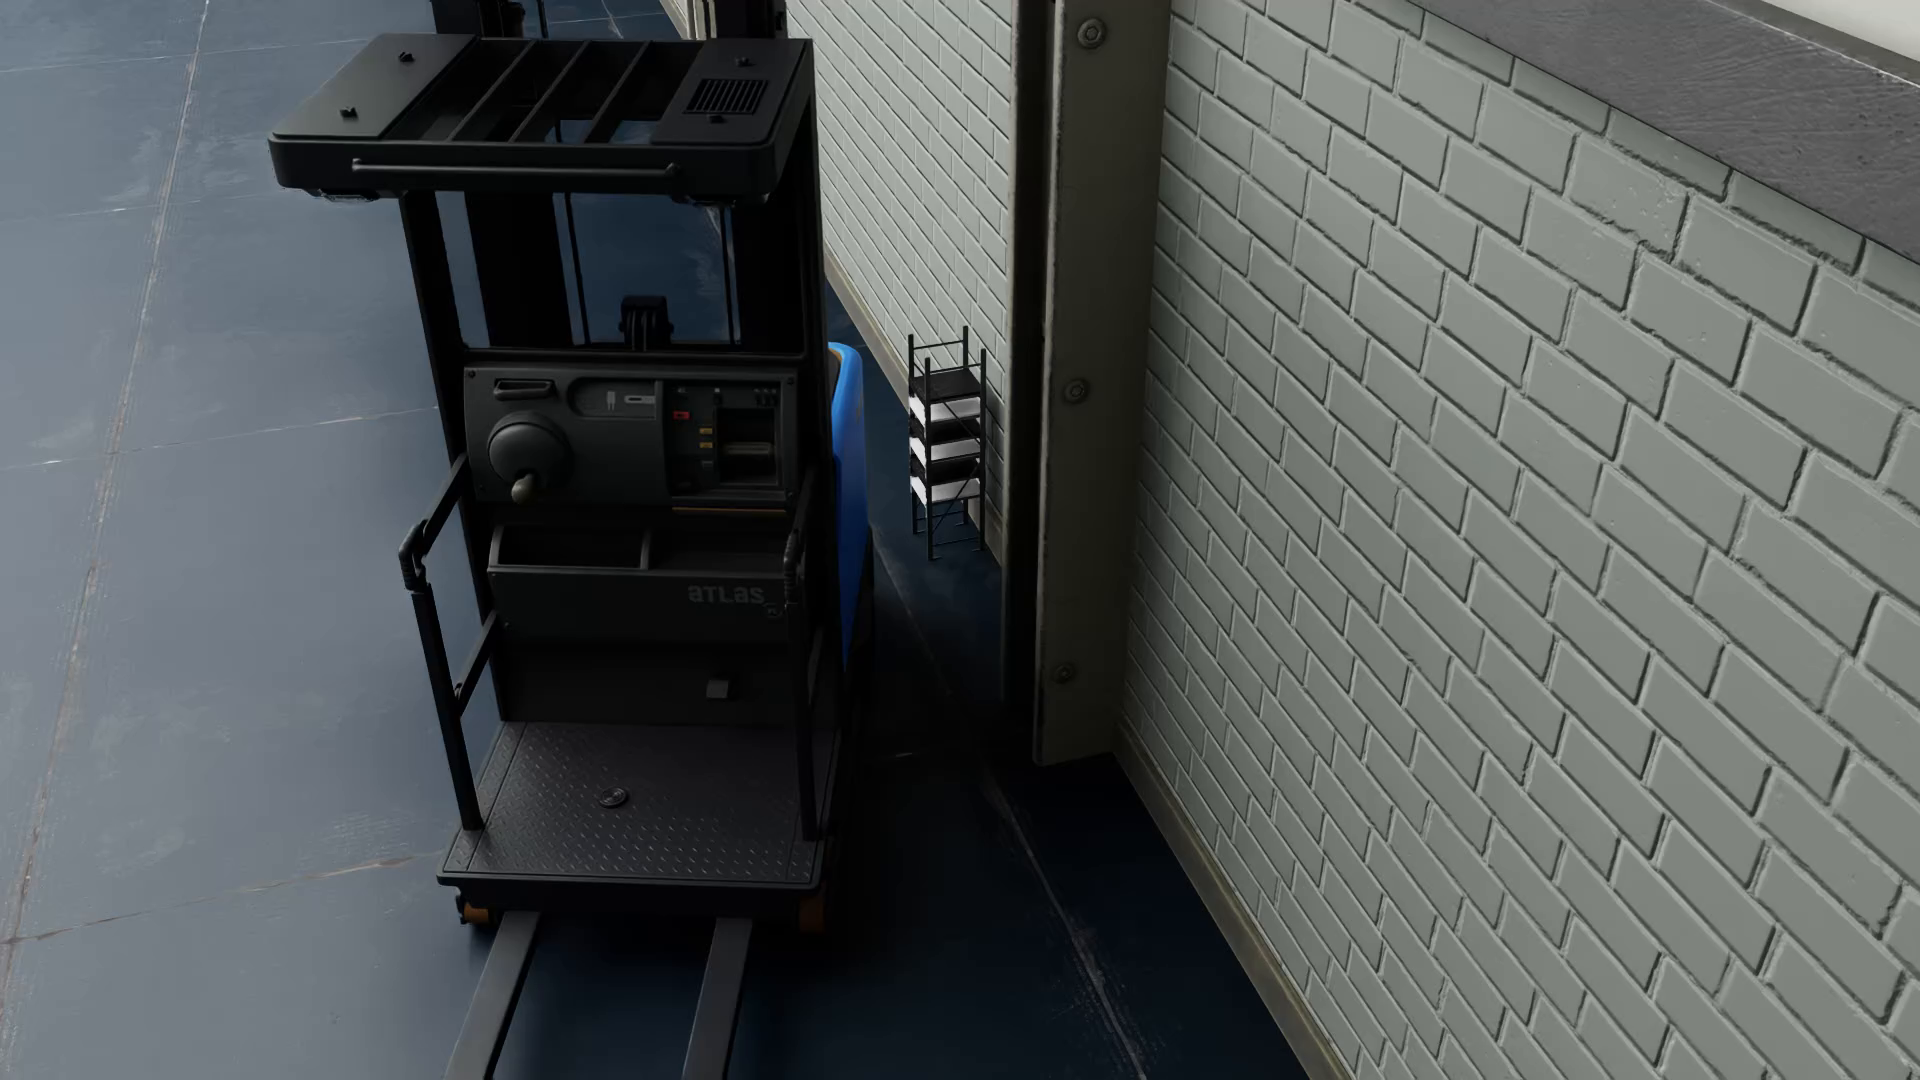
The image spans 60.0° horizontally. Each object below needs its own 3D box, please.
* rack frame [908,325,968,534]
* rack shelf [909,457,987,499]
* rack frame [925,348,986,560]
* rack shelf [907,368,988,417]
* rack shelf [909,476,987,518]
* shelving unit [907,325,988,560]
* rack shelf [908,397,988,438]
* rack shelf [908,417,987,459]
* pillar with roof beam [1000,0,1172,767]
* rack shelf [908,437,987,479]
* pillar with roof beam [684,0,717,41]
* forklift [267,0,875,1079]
[{"bbox_3d":[-0.082,-0.423,6.574,0.240,0.900,0.006,-11,35,-16],"label":"rack frame"},{"bbox_3d":[-0.049,-0.267,6.561,0.258,0.077,0.200,-11,35,-16],"label":"rack shelf"},{"bbox_3d":[-0.016,-0.317,6.413,0.240,0.900,0.006,-11,35,-16],"label":"rack frame"},{"bbox_3d":[-0.049,-0.567,6.363,0.258,0.077,0.200,-11,35,-16],"label":"rack shelf"},{"bbox_3d":[-0.049,-0.192,6.611,0.258,0.077,0.200,-11,35,-16],"label":"rack shelf"},{"bbox_3d":[-0.049,-0.370,6.493,0.258,0.900,0.210,-11,35,-16],"label":"shelving unit"},{"bbox_3d":[-0.049,-0.492,6.412,0.258,0.077,0.200,-11,35,-16],"label":"rack shelf"},{"bbox_3d":[-0.049,-0.417,6.462,0.258,0.077,0.200,-11,35,-16],"label":"rack shelf"},{"bbox_3d":[-3.754,-2.397,2.215,9.100,9.000,0.400,-10,35,-15],"label":"pillar with roof beam"},{"bbox_3d":[-0.049,-0.342,6.512,0.258,0.077,0.200,-11,35,-16],"label":"rack shelf"},{"bbox_3d":[-5.584,-5.547,6.982,9.100,9.000,0.400,-10,35,-15],"label":"pillar with roof beam"},{"bbox_3d":[-0.917,-0.229,4.438,1.130,2.935,3.031,1,33,2],"label":"forklift"}]
